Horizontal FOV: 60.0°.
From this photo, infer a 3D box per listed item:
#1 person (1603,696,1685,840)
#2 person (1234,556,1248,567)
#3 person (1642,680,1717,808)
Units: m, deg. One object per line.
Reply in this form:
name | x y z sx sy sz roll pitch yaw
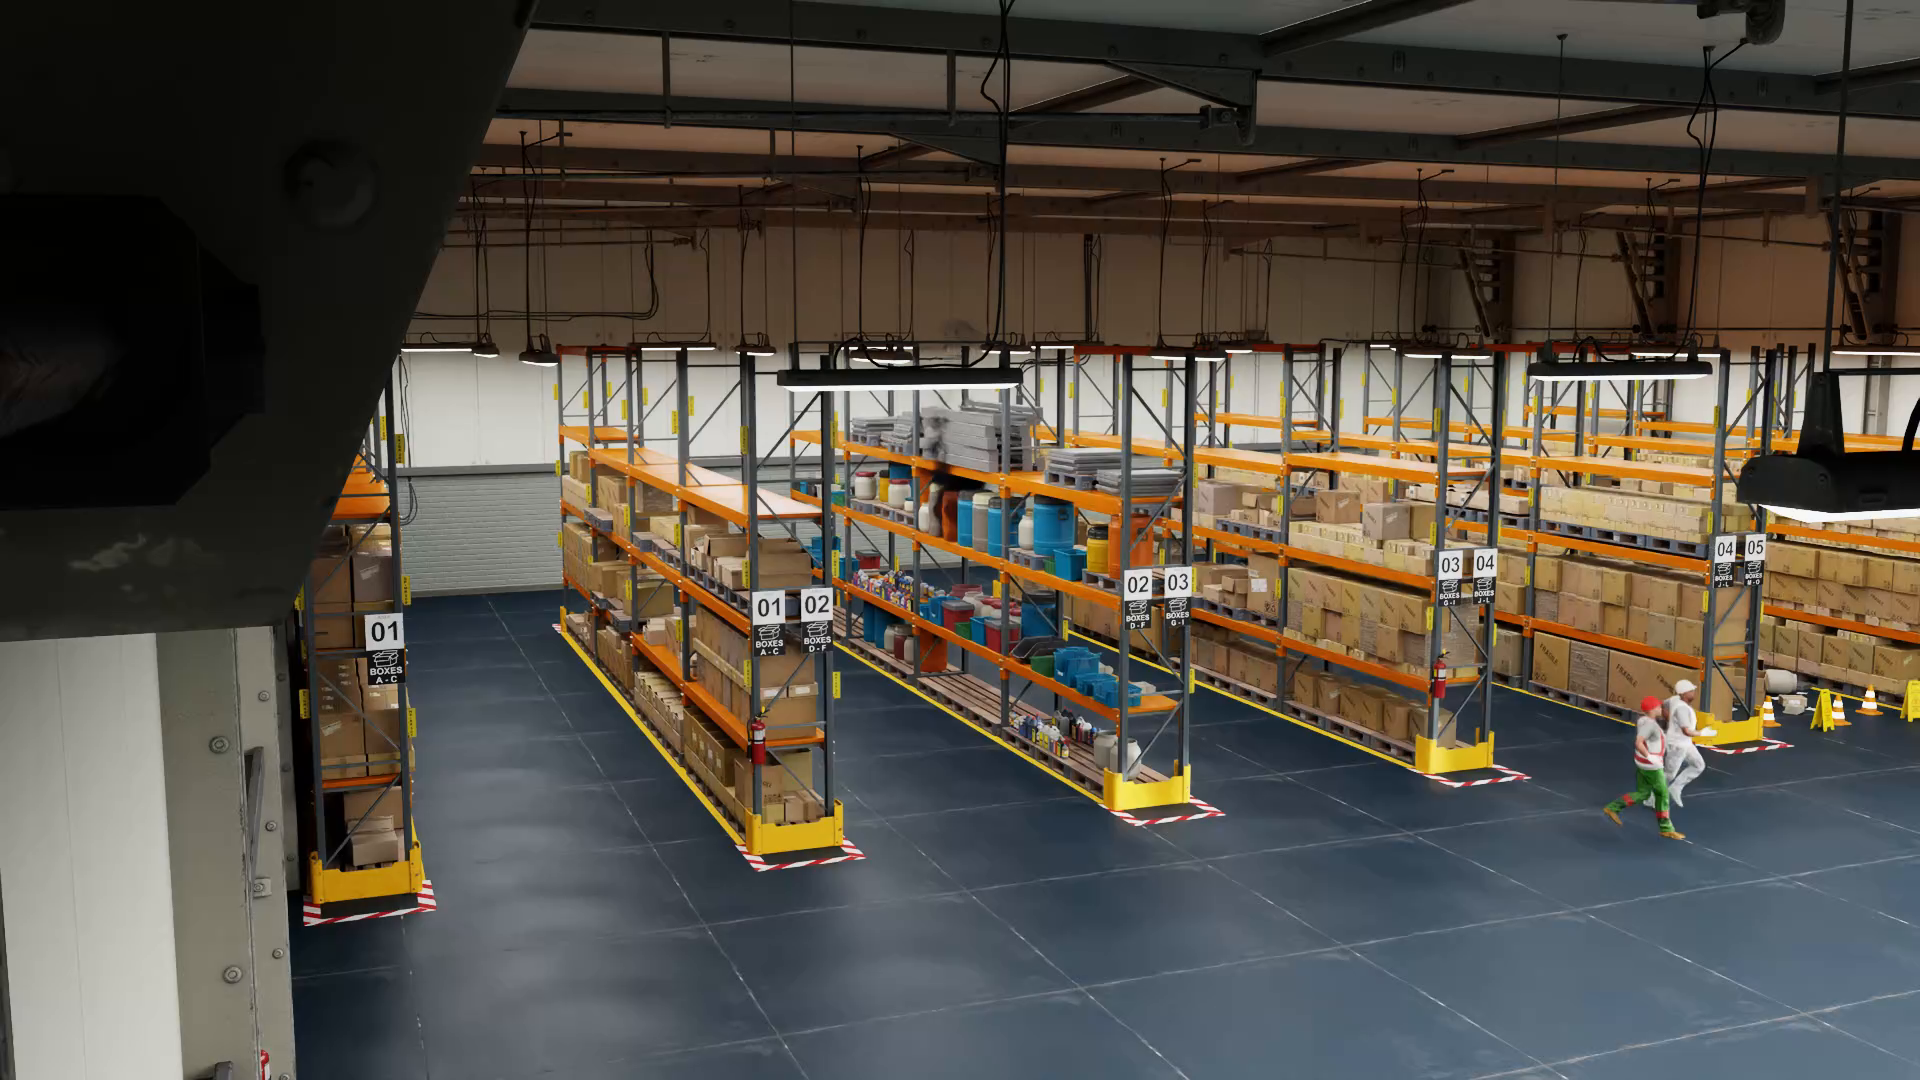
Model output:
person | 8.549 2.822 20.692 0.981 1.792 0.656 1 7 8
person | 7.054 0.251 41.212 0.532 1.701 0.762 5 9 32
person | 9.462 2.674 21.830 0.848 1.732 0.699 3 8 24
